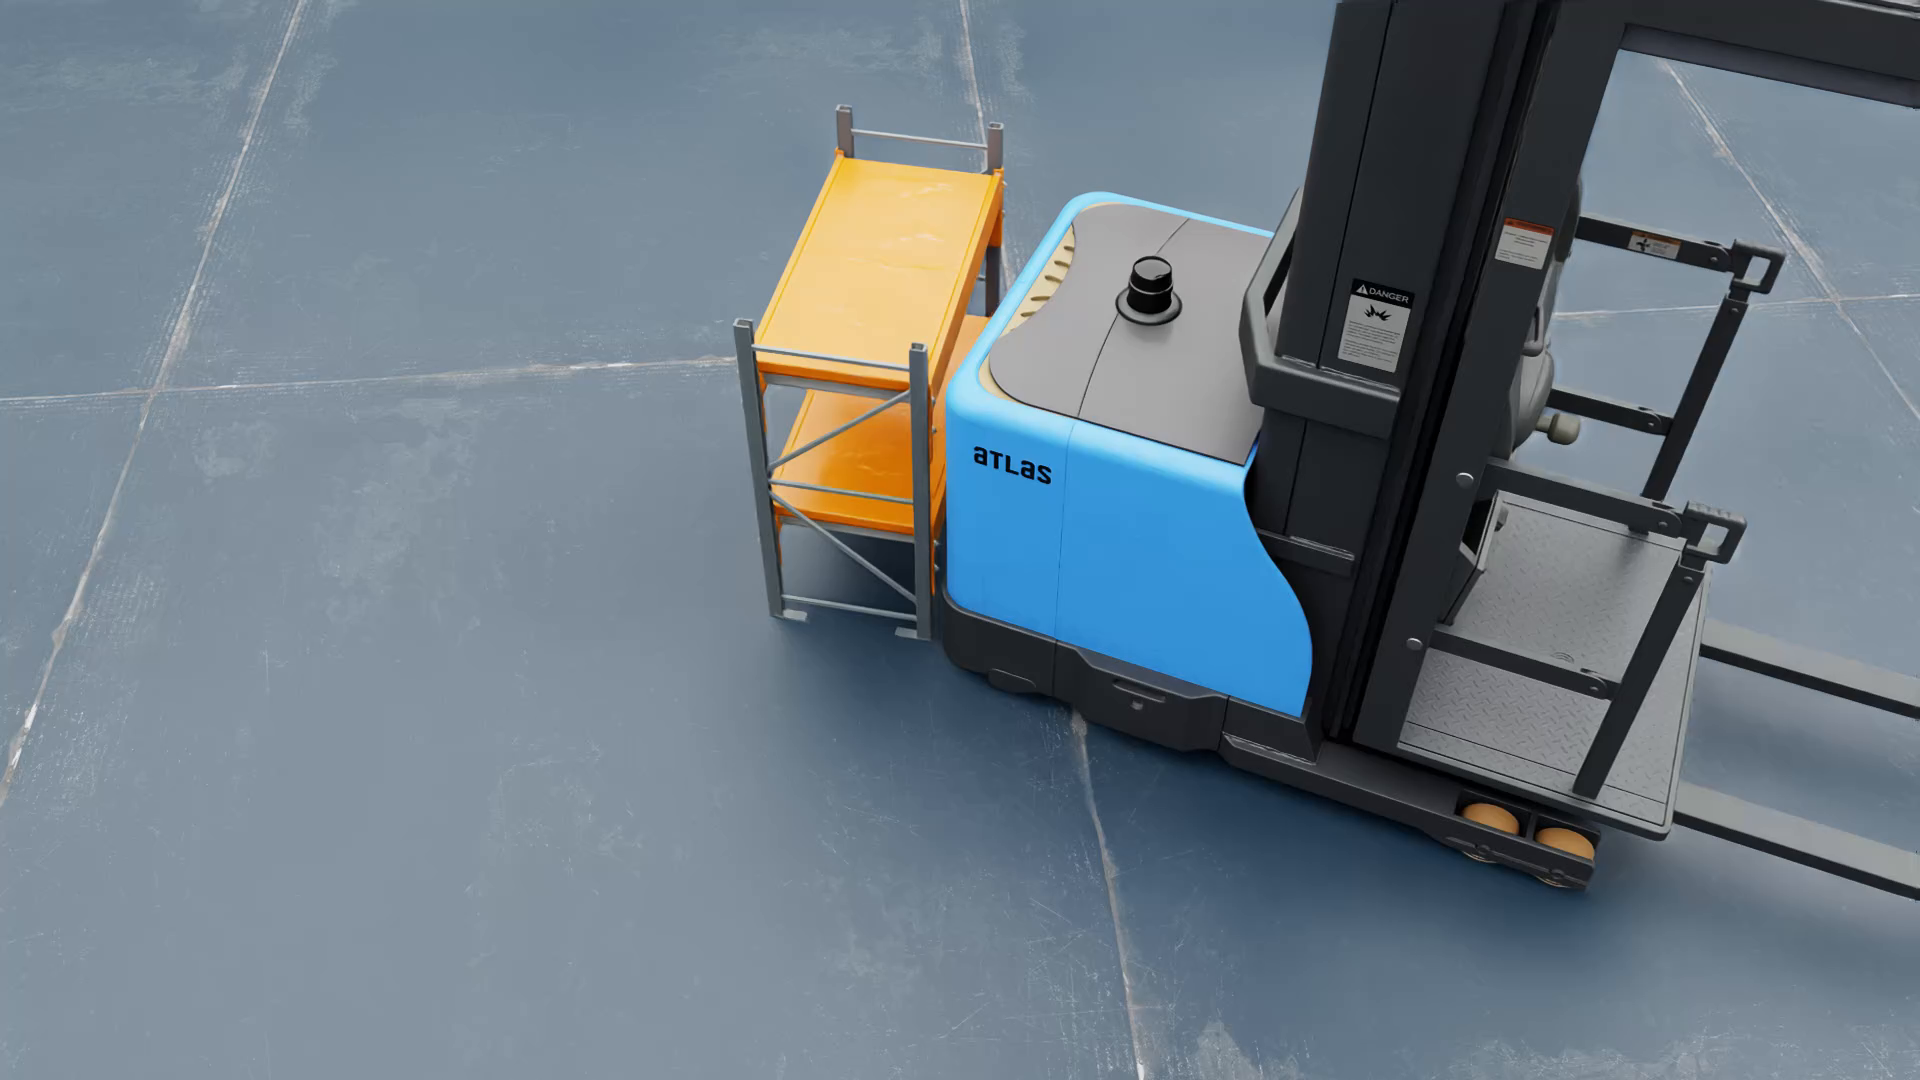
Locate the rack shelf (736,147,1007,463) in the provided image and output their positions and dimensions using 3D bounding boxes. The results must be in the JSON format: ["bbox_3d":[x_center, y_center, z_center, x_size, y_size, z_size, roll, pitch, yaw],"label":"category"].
[{"bbox_3d":[-0.224,-0.694,4.729,0.538,0.278,1.000,9,47,8],"label":"rack shelf"}]

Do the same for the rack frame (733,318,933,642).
[{"bbox_3d":[-0.328,-0.131,4.600,0.500,1.125,0.032,9,47,8],"label":"rack frame"}]

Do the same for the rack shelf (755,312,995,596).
[{"bbox_3d":[-0.224,-0.325,5.119,0.538,0.278,1.000,9,47,8],"label":"rack shelf"}]

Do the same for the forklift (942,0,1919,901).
[{"bbox_3d":[1.514,-0.536,3.739,3.031,2.935,1.130,17,49,16],"label":"forklift"}]

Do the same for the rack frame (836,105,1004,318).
[{"bbox_3d":[-0.119,-0.854,5.284,0.500,1.125,0.032,9,47,8],"label":"rack frame"}]

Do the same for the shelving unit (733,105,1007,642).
[{"bbox_3d":[-0.224,-0.493,4.942,0.538,1.125,1.048,9,47,8],"label":"shelving unit"}]
